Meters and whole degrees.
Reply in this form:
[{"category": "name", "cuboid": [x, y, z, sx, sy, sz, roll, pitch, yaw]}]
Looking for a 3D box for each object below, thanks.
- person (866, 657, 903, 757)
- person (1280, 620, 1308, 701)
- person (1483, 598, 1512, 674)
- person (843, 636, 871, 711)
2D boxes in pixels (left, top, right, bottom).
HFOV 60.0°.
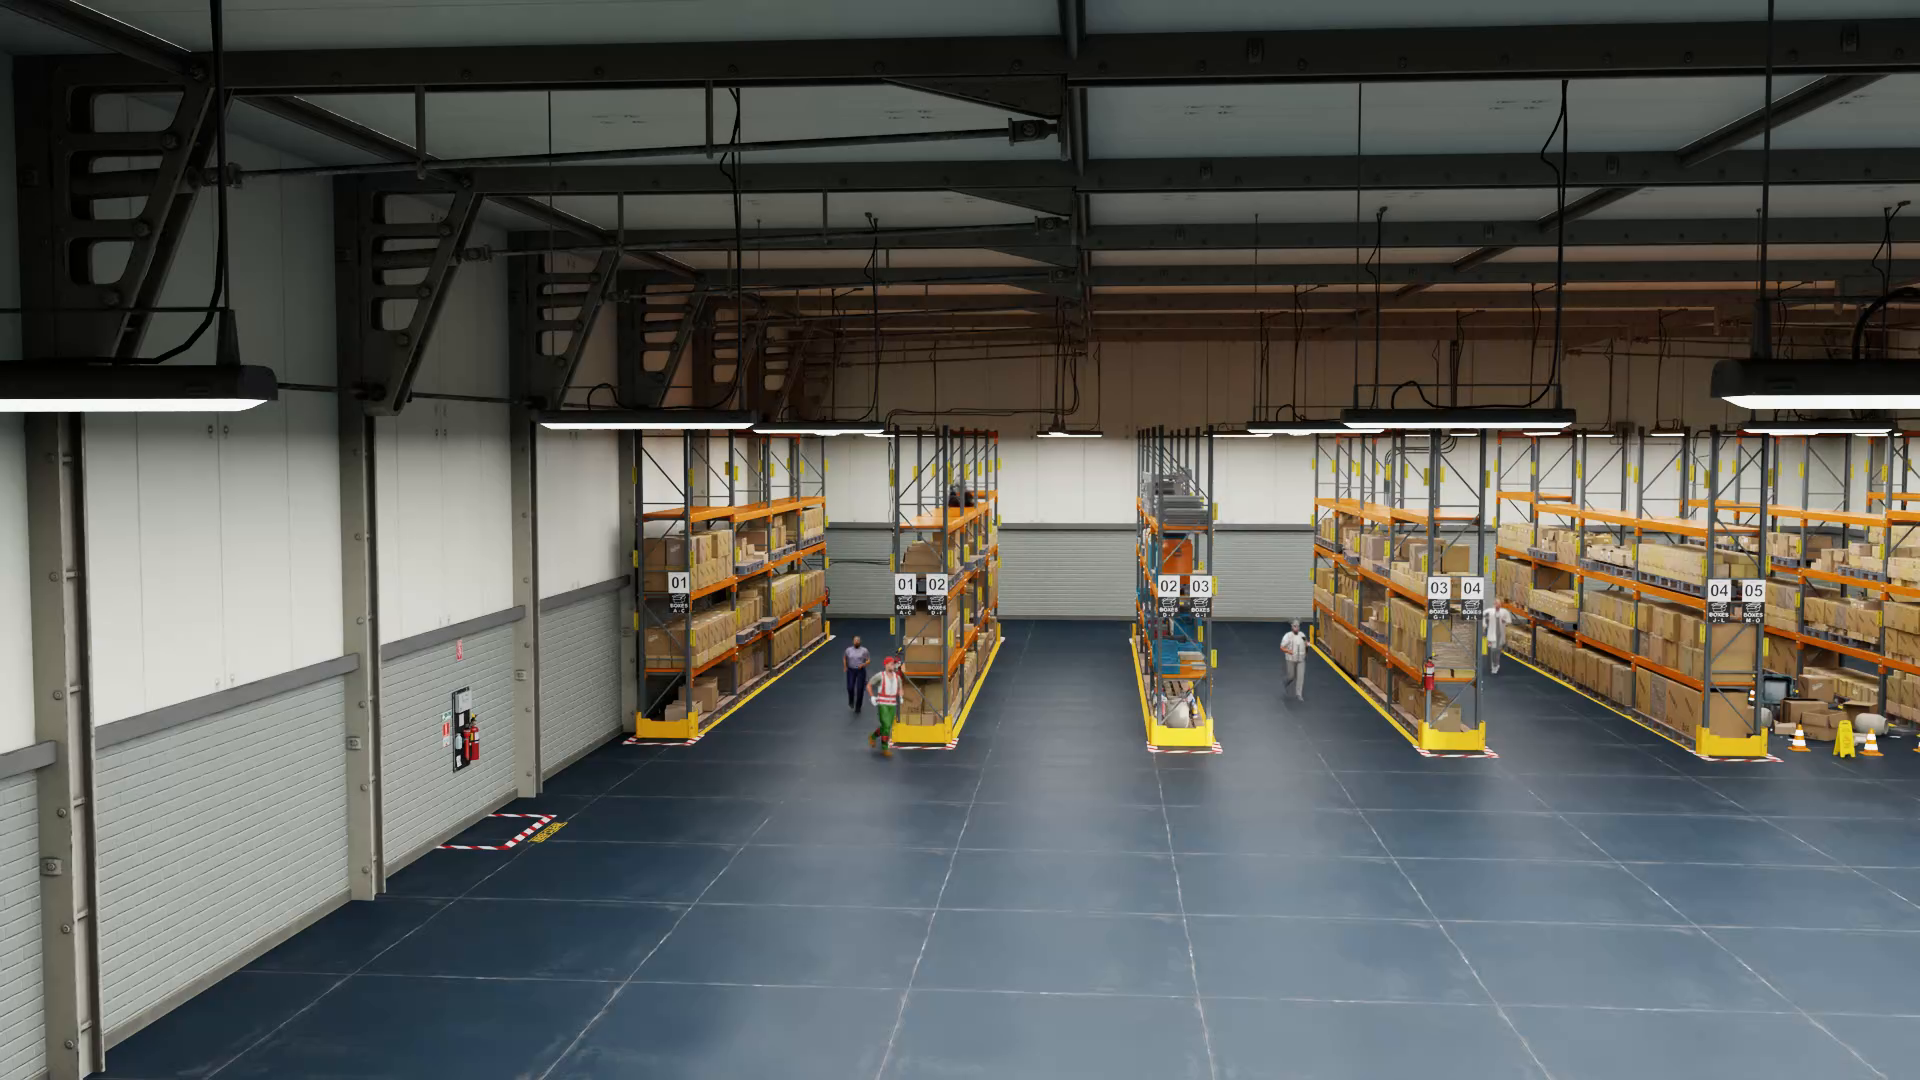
[{"category": "person", "cuboid": [-1.353, 3.023, 30.414, 0.704, 1.769, 0.793, -3, 4, -37]}, {"category": "person", "cuboid": [7.391, 2.629, 36.628, 0.665, 1.753, 0.945, 0, 3, -7]}, {"category": "person", "cuboid": [13.265, 2.459, 41.124, 0.679, 1.632, 0.894, 0, 3, 4]}, {"category": "person", "cuboid": [-2.182, 2.815, 34.976, 0.606, 1.600, 0.557, 0, 3, 1]}]
